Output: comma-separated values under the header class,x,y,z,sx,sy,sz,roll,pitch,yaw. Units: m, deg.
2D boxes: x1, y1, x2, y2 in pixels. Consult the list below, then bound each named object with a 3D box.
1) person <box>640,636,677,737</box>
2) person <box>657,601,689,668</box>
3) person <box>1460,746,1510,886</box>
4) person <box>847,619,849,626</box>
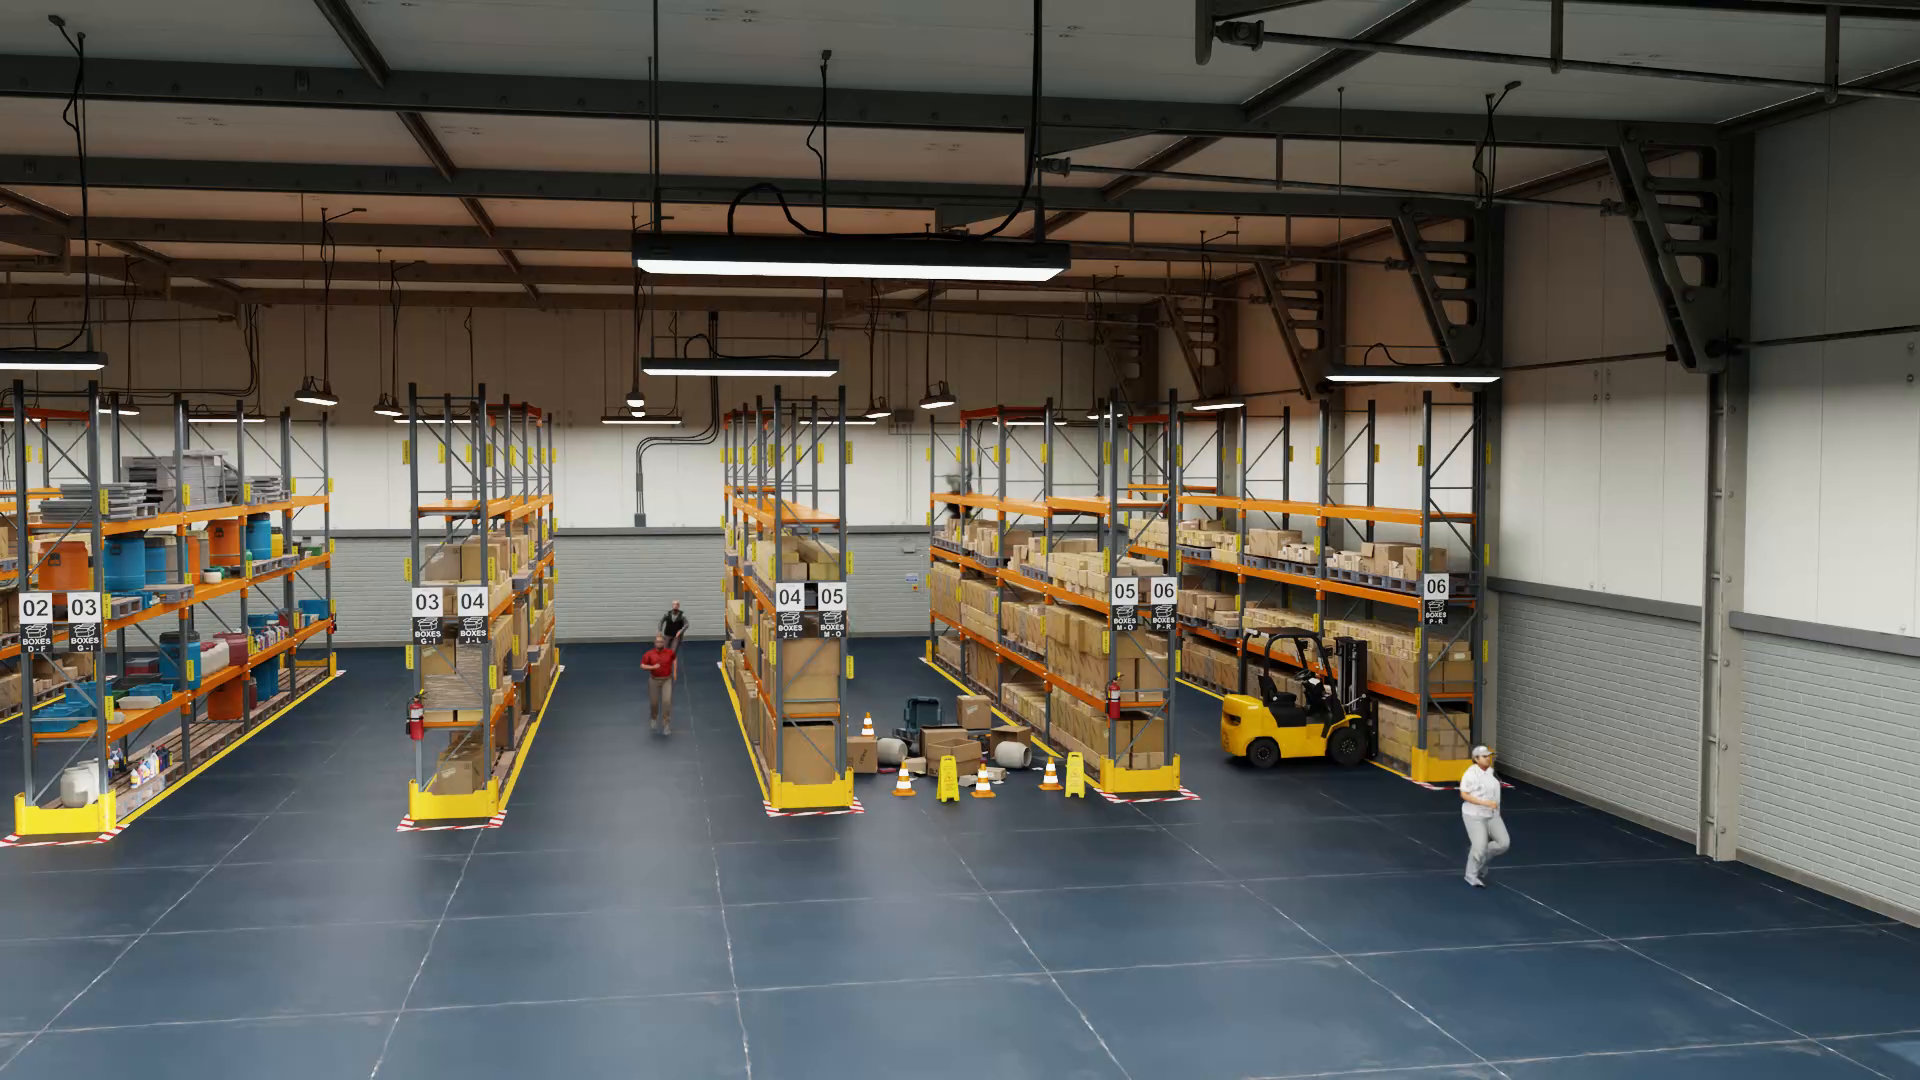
class,x,y,z,sx,sy,sz,roll,pitch,yaw
person,-5.426,2.603,30.007,0.681,1.763,0.909,-1,3,-16
person,-6.646,2.231,38.477,0.749,1.656,0.556,0,3,-7
person,6.097,3.205,19.295,0.657,1.637,0.522,-2,3,-31
person,-2.880,2.183,38.340,0.577,1.622,0.965,-1,3,-15
